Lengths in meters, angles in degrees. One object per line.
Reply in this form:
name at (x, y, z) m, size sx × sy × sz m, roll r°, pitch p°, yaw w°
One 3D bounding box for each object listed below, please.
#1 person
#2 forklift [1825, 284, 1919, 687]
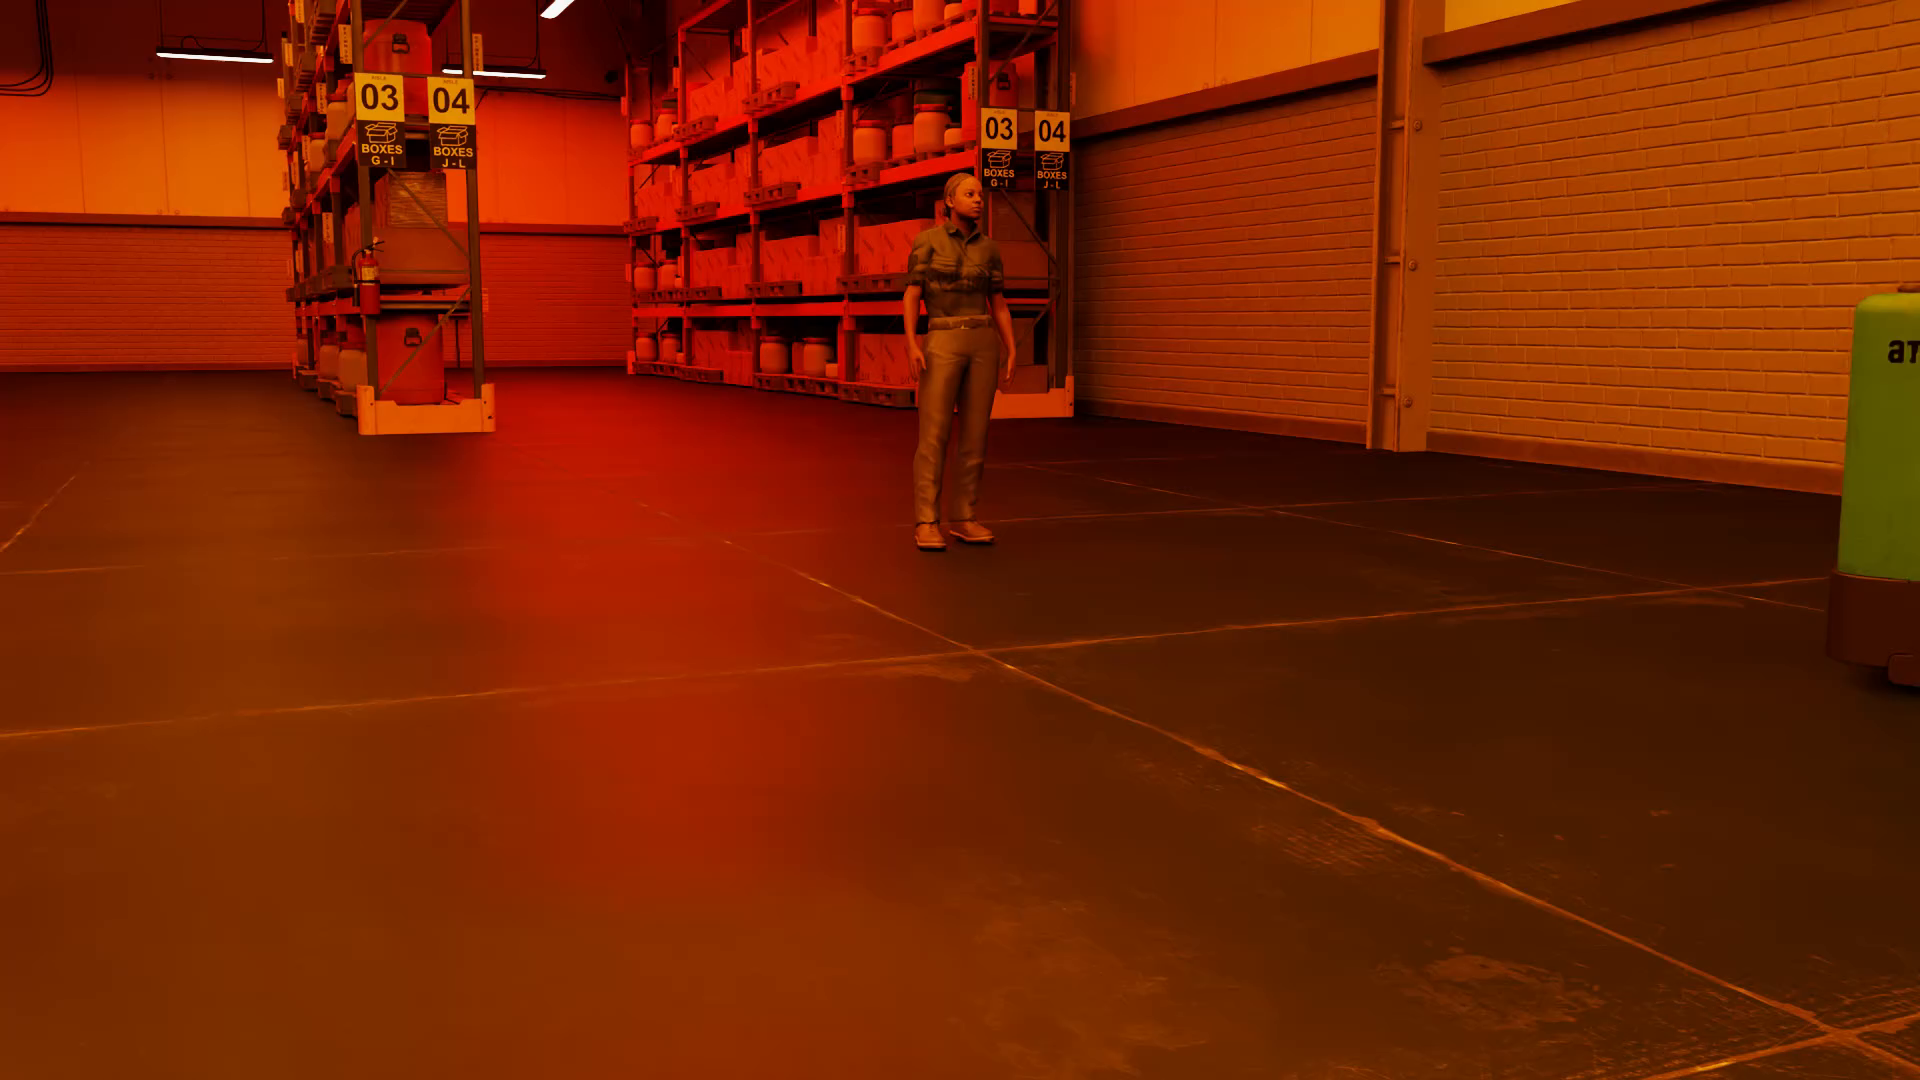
person at (0.017, -0.816, 7.457) m, size 0.569 × 1.654 × 0.504 m, roll -3°, pitch 8°, yaw -23°
forklift at (3.830, -0.967, 3.773) m, size 3.031 × 2.935 × 1.130 m, roll 7°, pitch 10°, yaw 43°
